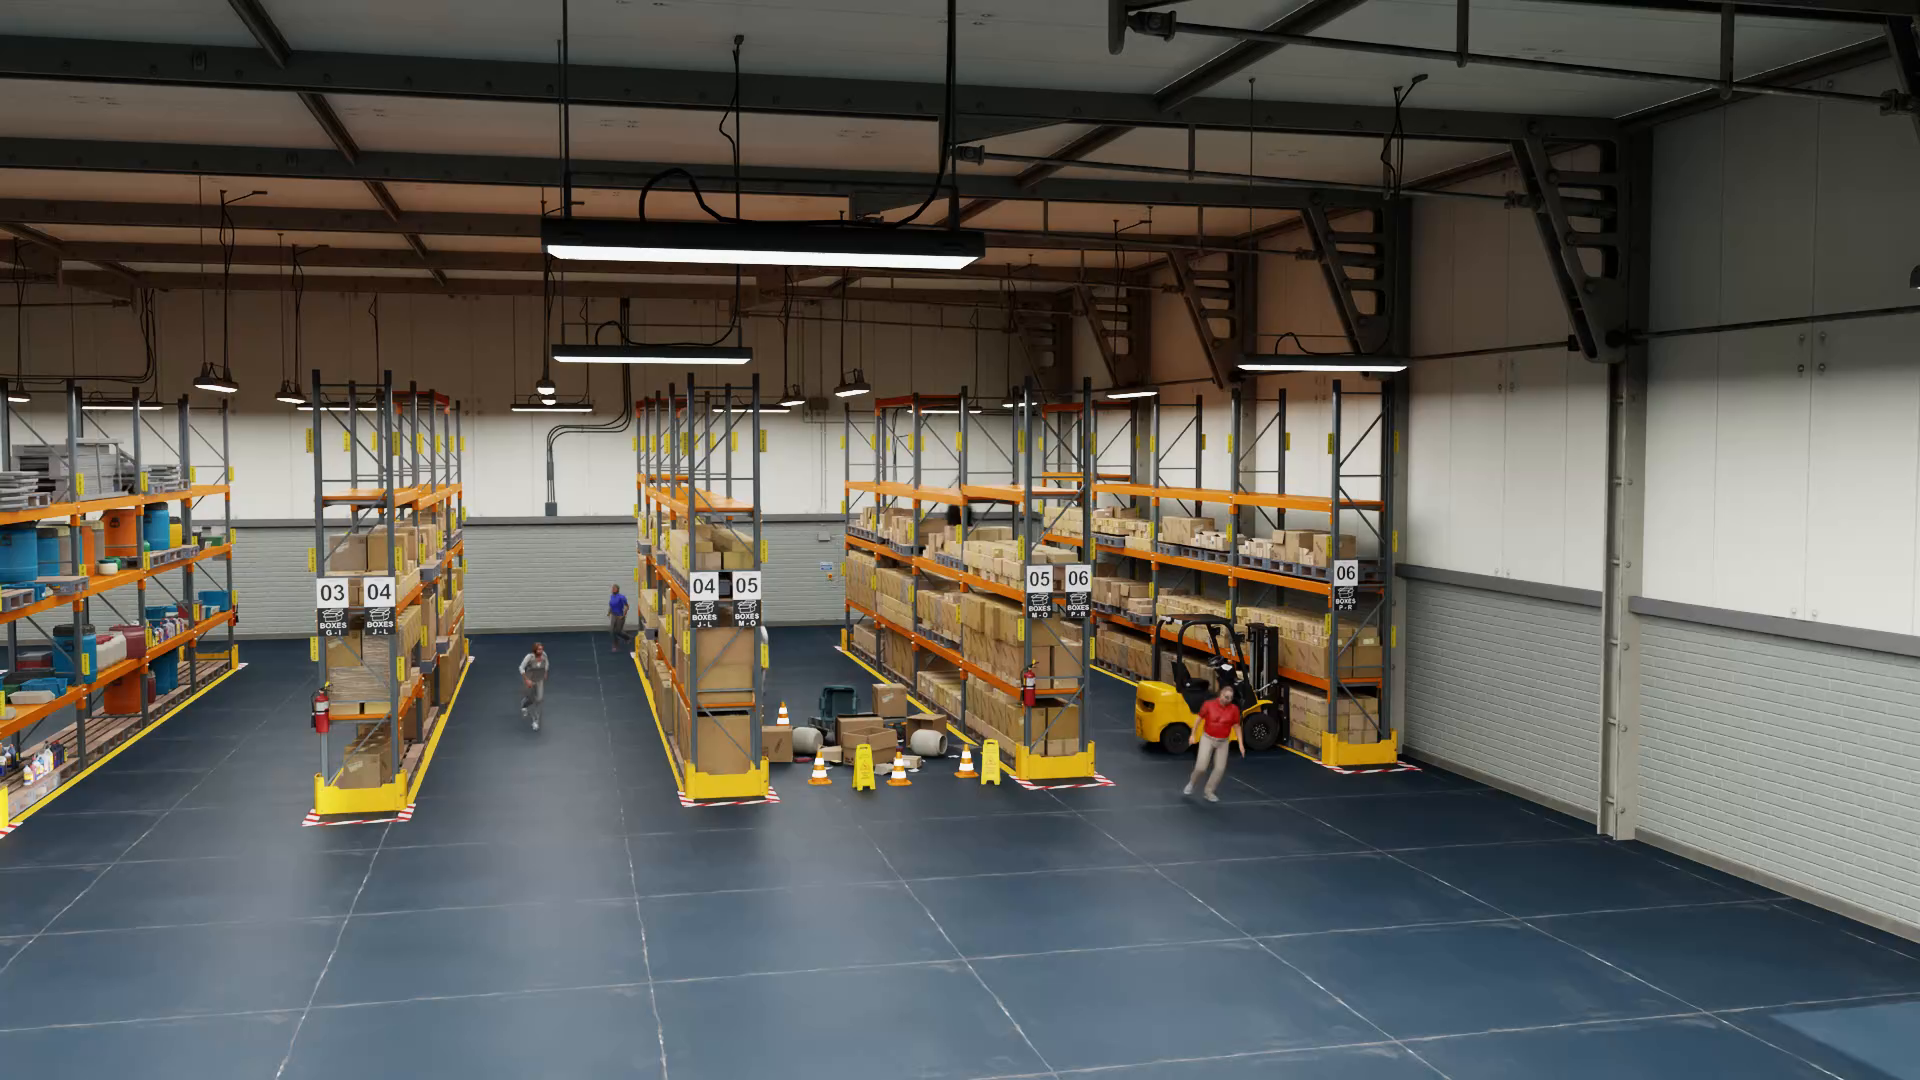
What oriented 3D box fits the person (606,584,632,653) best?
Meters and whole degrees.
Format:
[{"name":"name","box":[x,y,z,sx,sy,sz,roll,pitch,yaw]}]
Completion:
[{"name":"person","box":[-8.203,1.879,40.161,0.575,1.639,0.632,2,4,32]}]

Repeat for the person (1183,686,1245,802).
[{"name":"person","box":[3.551,2.828,23.225,0.799,1.648,0.632,0,3,-6]}]

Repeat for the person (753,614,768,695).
[{"name":"person","box":[-4.094,2.298,33.097,0.591,1.629,0.823,0,3,2]}]

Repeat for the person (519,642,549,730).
[{"name":"person","box":[-7.592,2.555,29.485,0.549,1.552,0.864,-3,4,-38]}]
